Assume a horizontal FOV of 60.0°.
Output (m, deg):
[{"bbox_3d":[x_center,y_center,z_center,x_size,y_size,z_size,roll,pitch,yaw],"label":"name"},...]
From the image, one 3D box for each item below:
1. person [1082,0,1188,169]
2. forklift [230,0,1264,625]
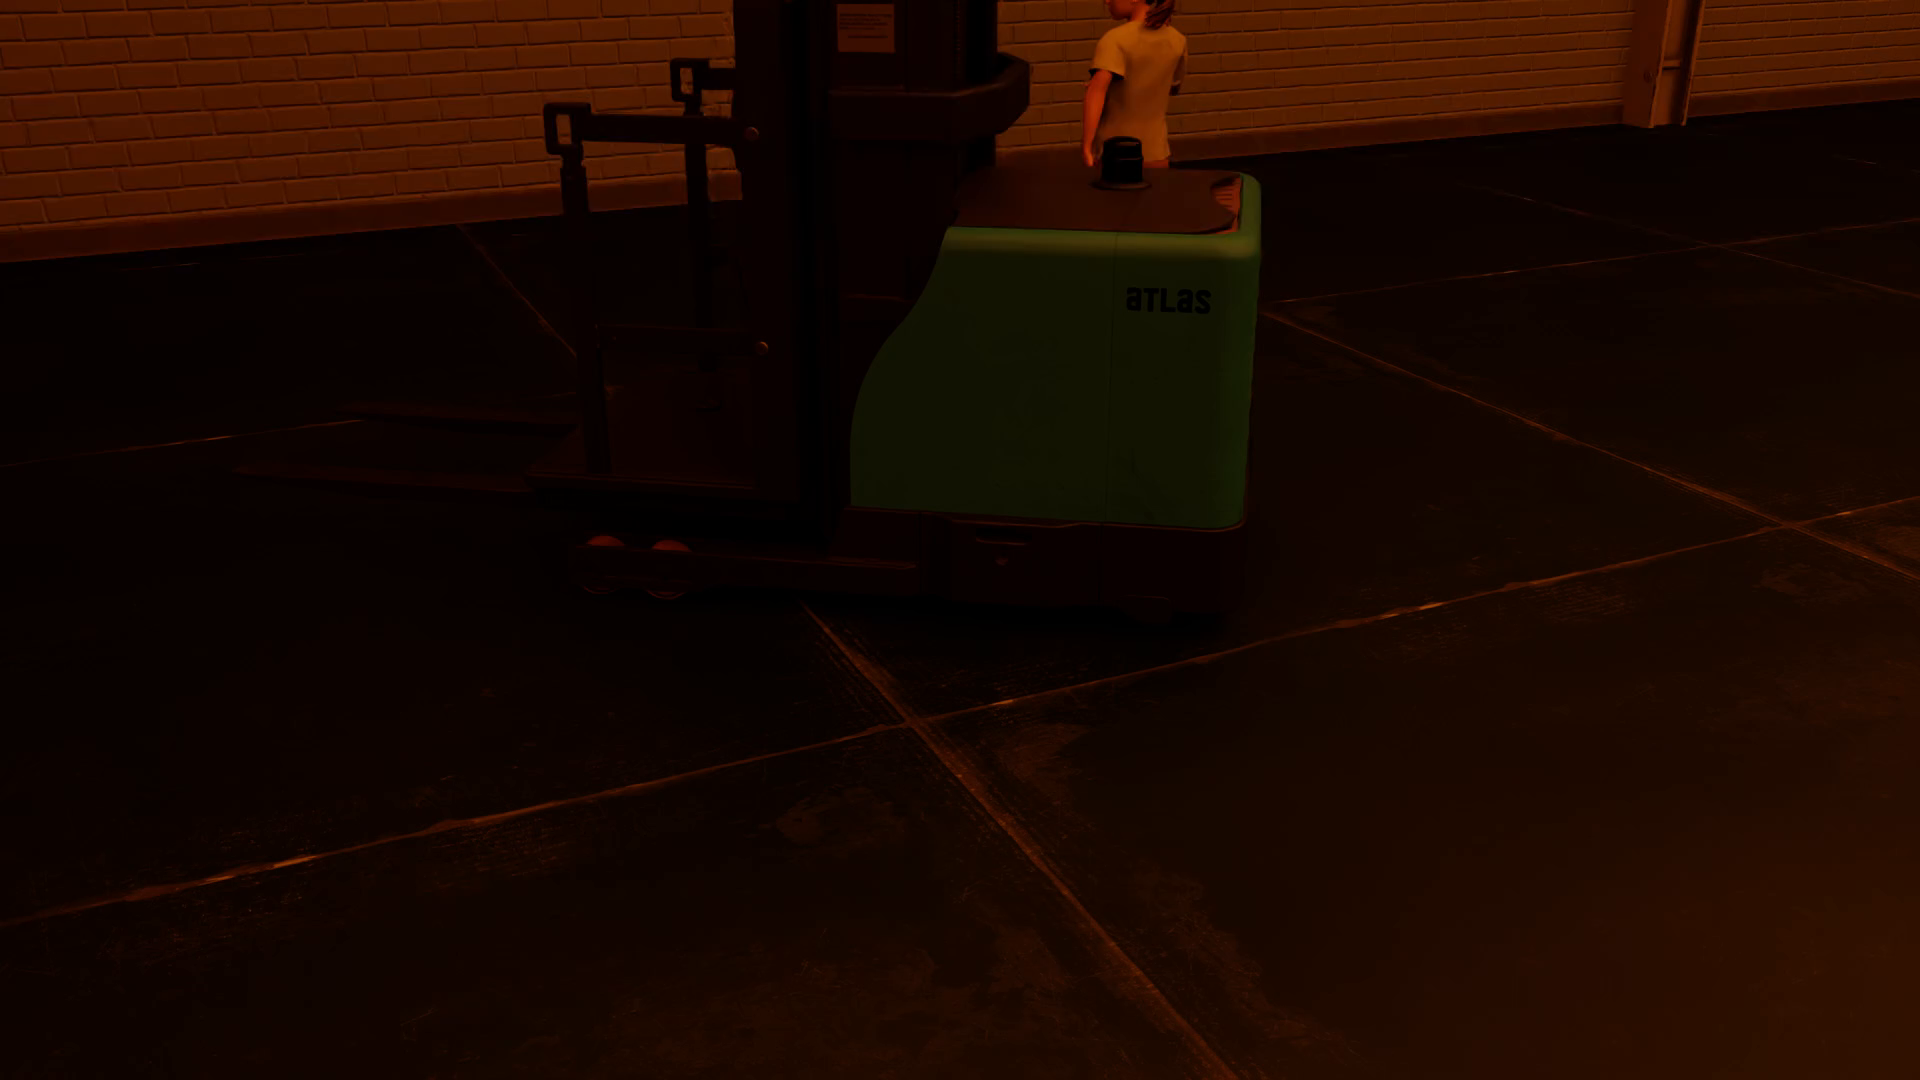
[{"bbox_3d":[0.705,-1.620,6.976,0.495,1.589,0.836,-2,23,-5],"label":"person"},{"bbox_3d":[-0.657,-1.379,4.607,3.031,2.935,1.130,4,23,9],"label":"forklift"}]
